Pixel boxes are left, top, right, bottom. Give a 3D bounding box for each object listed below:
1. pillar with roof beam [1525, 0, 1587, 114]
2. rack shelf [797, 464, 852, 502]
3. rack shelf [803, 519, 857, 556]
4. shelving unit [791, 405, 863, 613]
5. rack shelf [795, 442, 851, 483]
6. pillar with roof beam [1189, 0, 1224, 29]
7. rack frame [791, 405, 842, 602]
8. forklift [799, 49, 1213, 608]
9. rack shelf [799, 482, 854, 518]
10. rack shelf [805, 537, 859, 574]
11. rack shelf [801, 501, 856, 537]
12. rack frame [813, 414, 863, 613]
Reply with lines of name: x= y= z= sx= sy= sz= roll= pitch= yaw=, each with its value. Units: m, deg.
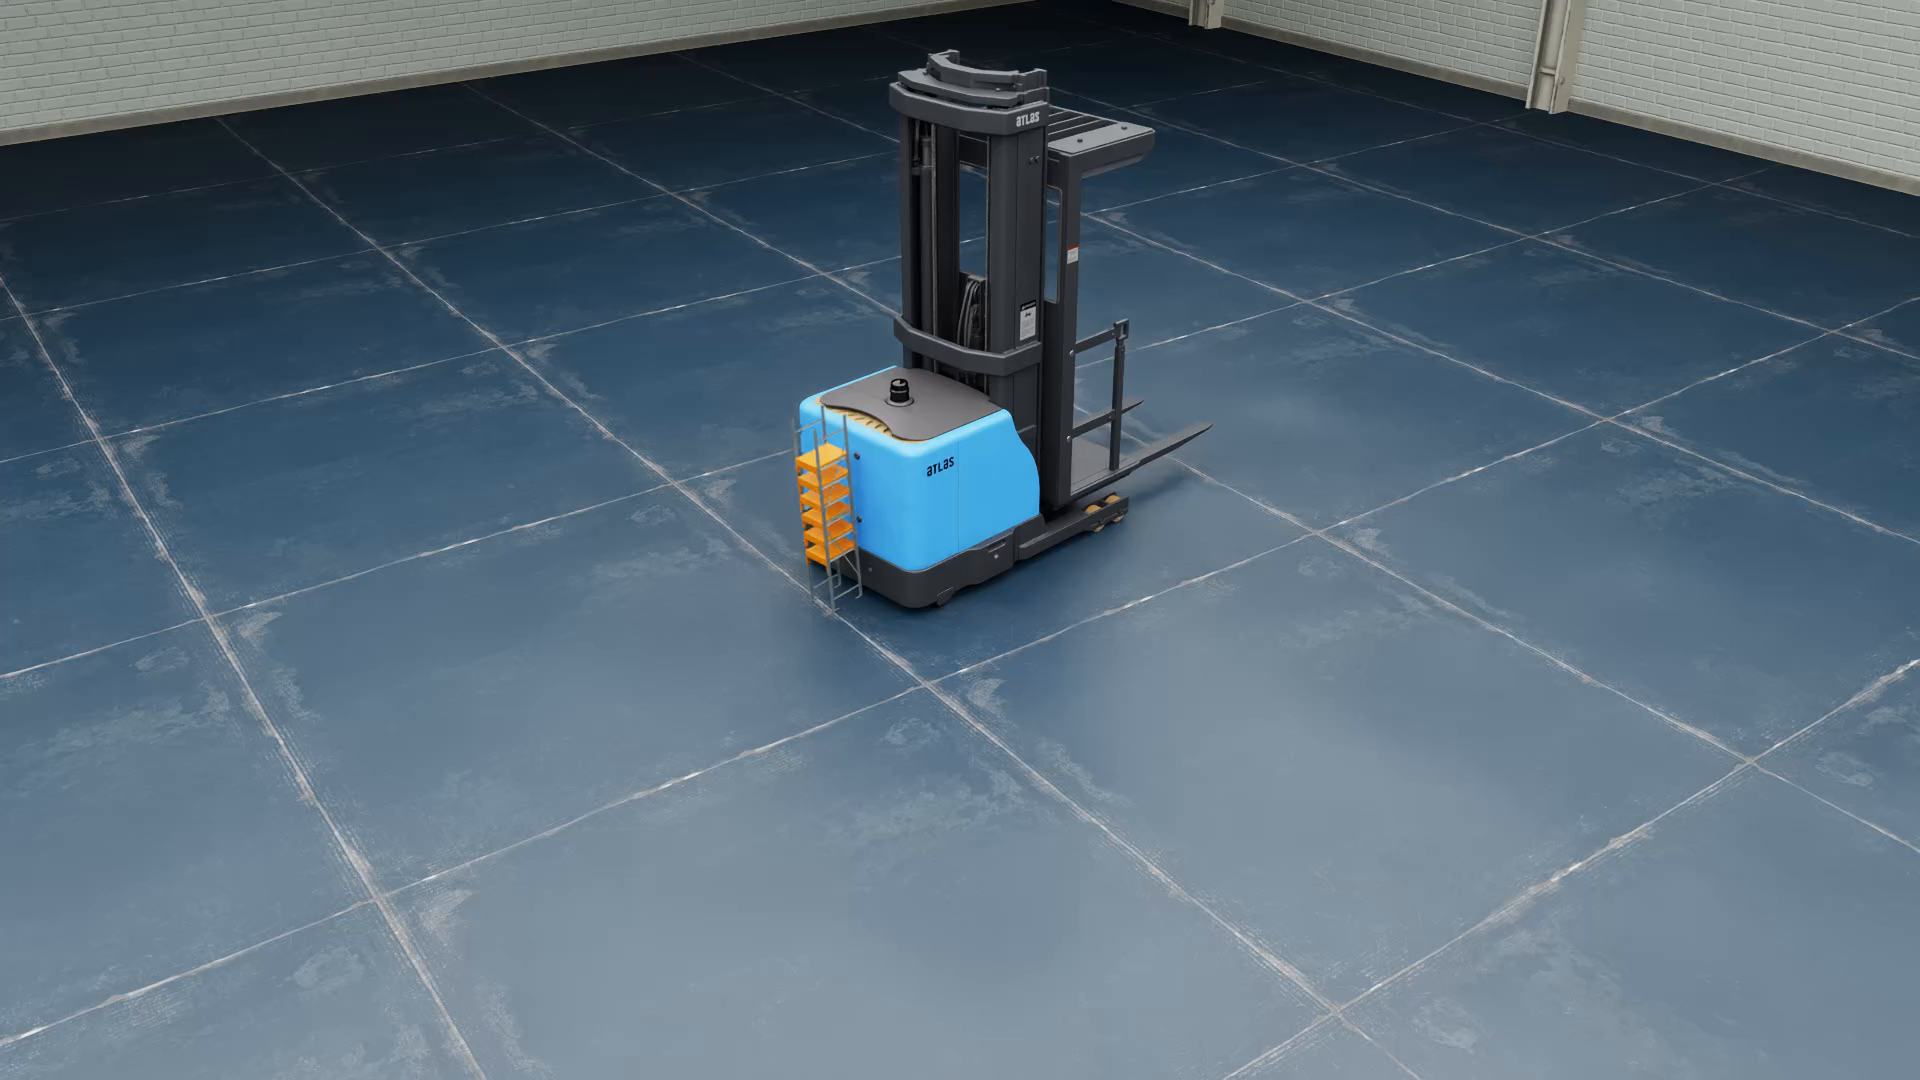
pillar with roof beam: x=3.564 y=-7.957 z=15.700 sx=9.100 sy=9.000 sz=0.400 roll=-19 pitch=34 yaw=-31
rack shelf: x=-0.764 y=-0.335 z=9.410 sx=0.180 sy=0.103 sz=0.258 roll=25 pitch=41 yaw=38
rack shelf: x=-0.747 y=-0.027 z=9.596 sx=0.180 sy=0.103 sz=0.258 roll=25 pitch=41 yaw=38
shelving unit: x=-0.755 y=-0.168 z=9.511 sx=0.189 sy=1.200 sz=0.258 roll=25 pitch=41 yaw=38
rack shelf: x=-0.770 y=-0.438 z=9.348 sx=0.180 sy=0.103 sz=0.258 roll=25 pitch=41 yaw=38
pillar with roof beam: x=0.083 y=-10.290 z=19.995 sx=9.100 sy=9.000 sz=0.400 roll=-19 pitch=34 yaw=-31
rack frame: x=-0.821 y=-0.198 z=9.567 sx=0.006 sy=1.200 sz=0.240 roll=25 pitch=41 yaw=38
forklift: x=0.441 y=-1.498 z=10.163 sx=3.031 sy=2.935 sz=1.130 roll=-25 pitch=37 yaw=-38
rack shelf: x=-0.759 y=-0.232 z=9.472 sx=0.180 sy=0.103 sz=0.258 roll=25 pitch=41 yaw=38
rack shelf: x=-0.742 y=0.075 z=9.659 sx=0.180 sy=0.103 sz=0.258 roll=25 pitch=41 yaw=38
rack shelf: x=-0.753 y=-0.130 z=9.534 sx=0.180 sy=0.103 sz=0.258 roll=25 pitch=41 yaw=38
rack frame: x=-0.689 y=-0.138 z=9.456 sx=0.006 sy=1.200 sz=0.240 roll=25 pitch=41 yaw=38
